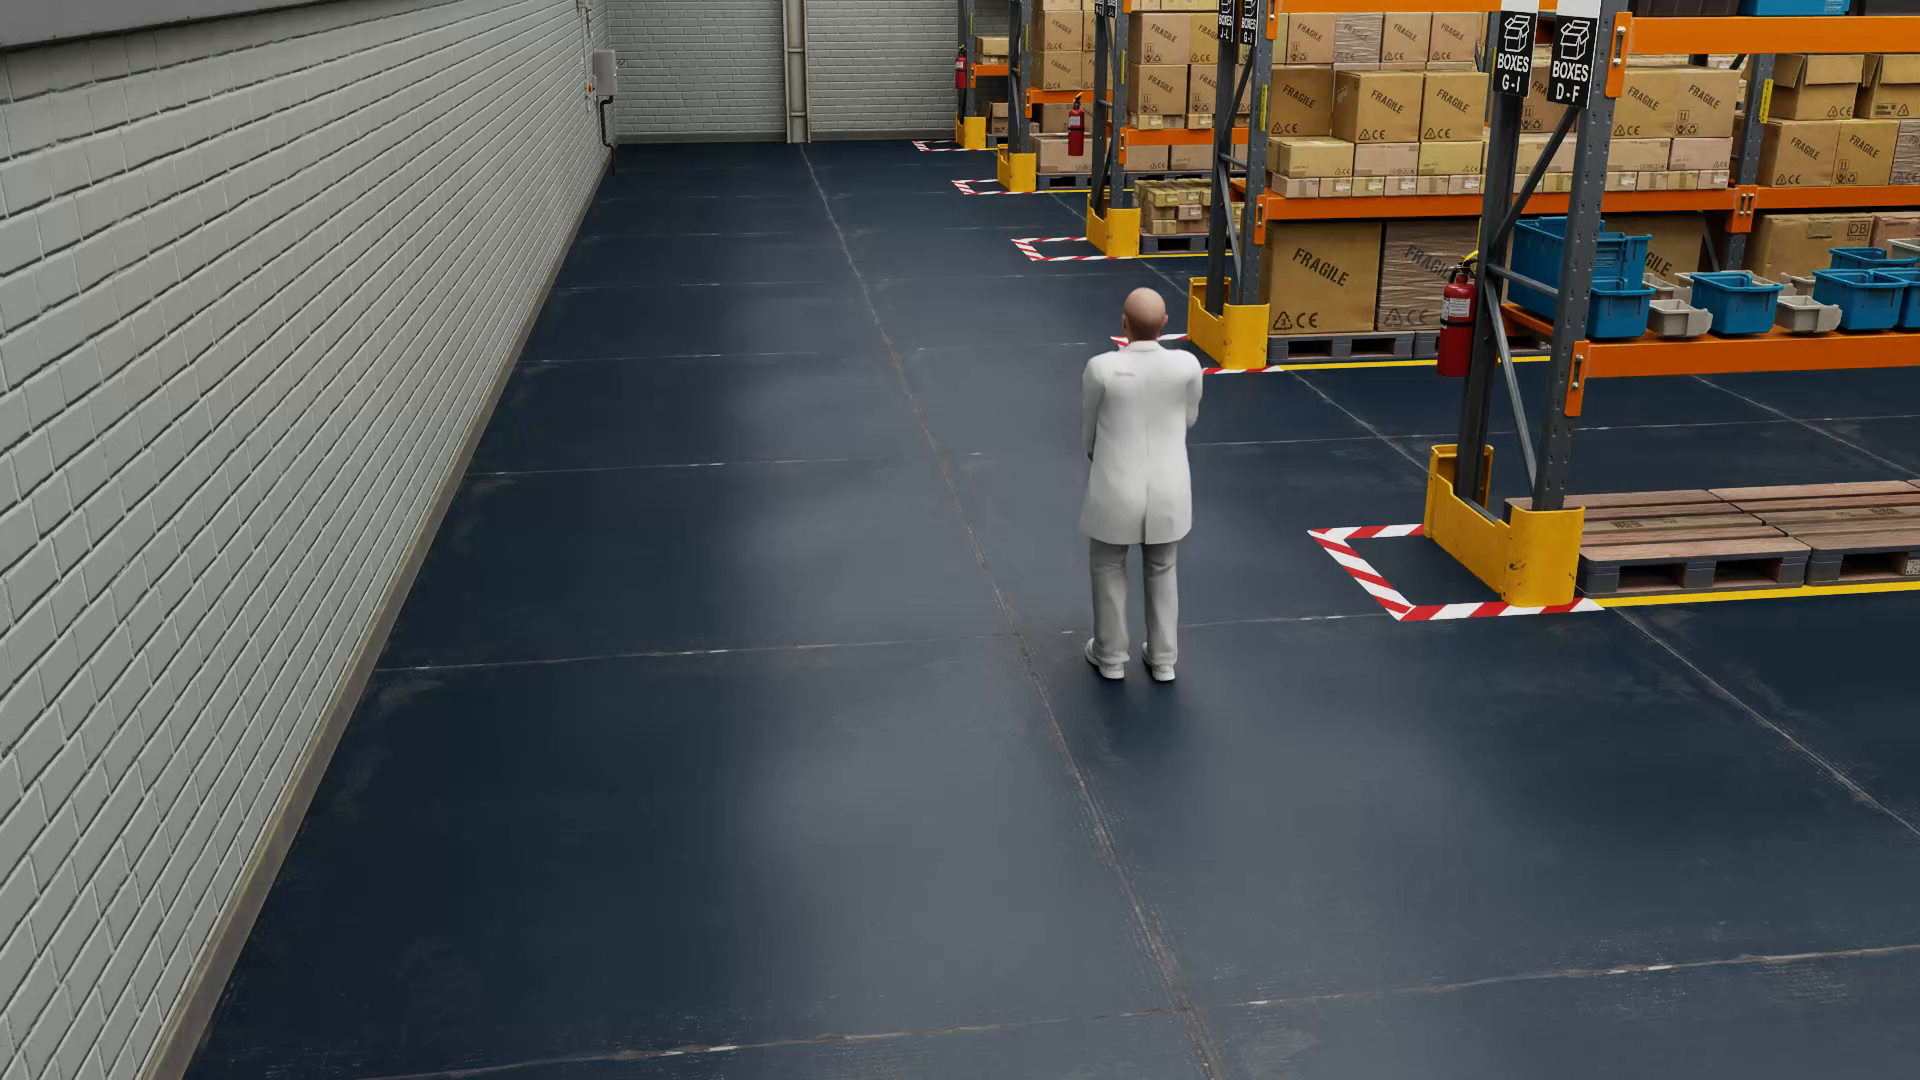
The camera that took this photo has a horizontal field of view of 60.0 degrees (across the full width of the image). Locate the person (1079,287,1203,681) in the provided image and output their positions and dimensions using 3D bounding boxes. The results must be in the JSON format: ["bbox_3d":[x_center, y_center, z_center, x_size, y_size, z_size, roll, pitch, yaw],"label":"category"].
[{"bbox_3d":[0.759,-0.266,7.346,0.529,1.772,0.553,-2,20,-7],"label":"person"}]
